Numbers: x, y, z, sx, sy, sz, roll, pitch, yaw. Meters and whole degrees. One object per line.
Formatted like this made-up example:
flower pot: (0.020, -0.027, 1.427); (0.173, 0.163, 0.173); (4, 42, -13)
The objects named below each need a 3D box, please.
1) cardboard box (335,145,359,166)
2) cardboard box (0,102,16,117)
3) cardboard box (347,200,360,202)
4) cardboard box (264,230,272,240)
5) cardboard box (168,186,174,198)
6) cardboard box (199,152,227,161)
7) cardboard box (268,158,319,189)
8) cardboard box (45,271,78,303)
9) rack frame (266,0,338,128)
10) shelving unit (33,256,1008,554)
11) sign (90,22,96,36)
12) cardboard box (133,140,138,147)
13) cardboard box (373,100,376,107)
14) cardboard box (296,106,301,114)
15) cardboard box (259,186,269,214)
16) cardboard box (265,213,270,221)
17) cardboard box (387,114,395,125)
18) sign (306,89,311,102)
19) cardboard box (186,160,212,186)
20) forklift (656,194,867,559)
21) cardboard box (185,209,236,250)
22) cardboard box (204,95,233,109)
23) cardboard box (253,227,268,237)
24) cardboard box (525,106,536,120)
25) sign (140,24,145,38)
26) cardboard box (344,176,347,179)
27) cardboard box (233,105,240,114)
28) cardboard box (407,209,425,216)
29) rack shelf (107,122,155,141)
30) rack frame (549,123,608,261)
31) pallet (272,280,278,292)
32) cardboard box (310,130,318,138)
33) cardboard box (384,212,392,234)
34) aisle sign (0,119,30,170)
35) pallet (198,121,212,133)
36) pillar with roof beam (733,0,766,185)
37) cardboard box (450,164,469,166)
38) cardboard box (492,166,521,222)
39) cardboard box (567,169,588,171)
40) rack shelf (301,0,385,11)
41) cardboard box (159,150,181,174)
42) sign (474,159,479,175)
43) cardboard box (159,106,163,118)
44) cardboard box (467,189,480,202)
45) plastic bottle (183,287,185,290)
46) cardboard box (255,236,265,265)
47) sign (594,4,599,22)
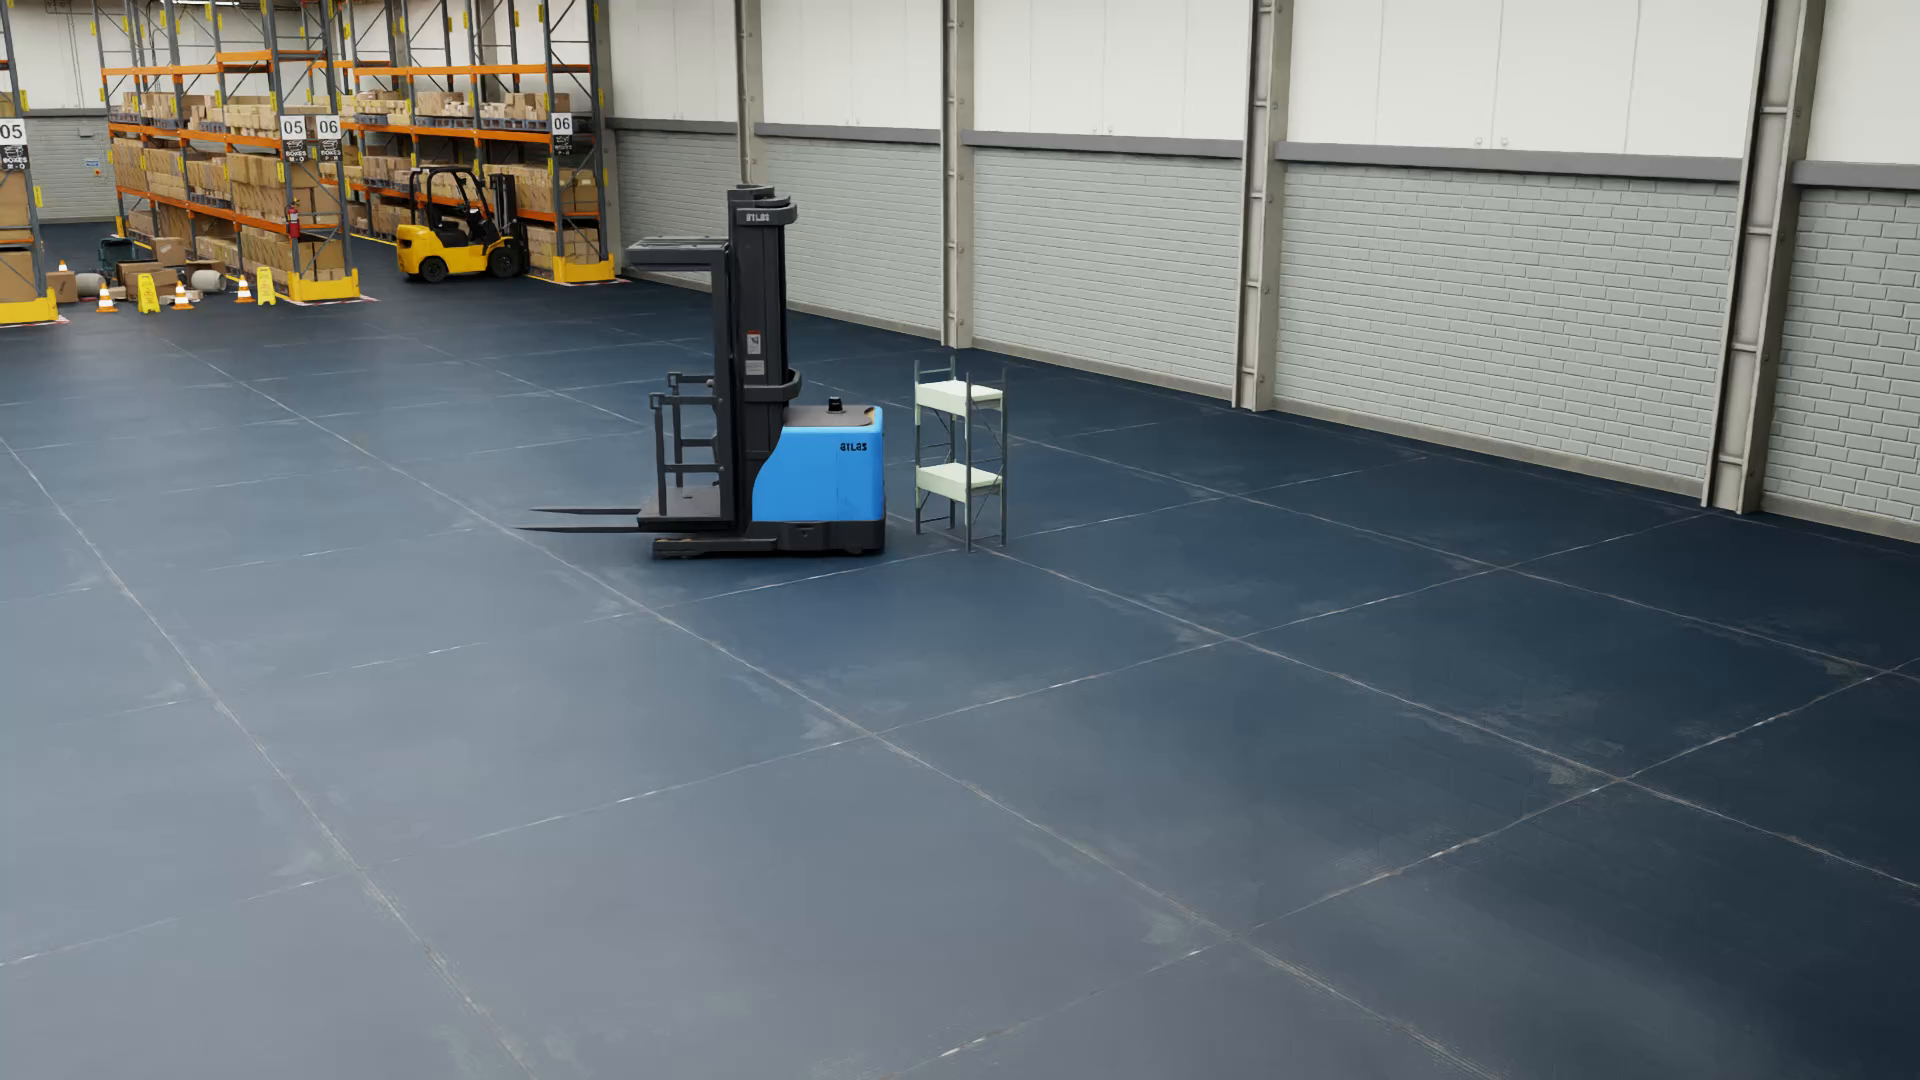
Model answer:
cardboard box: (-15.892, -9.967, 43.111); (0.500, 0.500, 0.500); (-10, 18, -33)
cardboard box: (-15.449, -6.927, 26.757); (0.500, 0.250, 0.500); (-11, 19, -35)
cardboard box: (-16.540, -8.846, 44.649); (0.797, 0.503, 0.637); (-12, 19, -37)
cardboard box: (-13.292, -8.109, 35.809); (6.076, 2.249, 9.594); (-12, 19, -36)
cardboard box: (-17.235, -7.726, 36.905); (0.500, 0.250, 0.500); (-11, 19, -35)
cardboard box: (-16.224, -8.187, 36.225); (0.500, 0.500, 0.500); (-12, 19, -36)
cardboard box: (-11.905, -6.555, 29.695); (0.700, 0.500, 0.500); (-11, 19, -36)
cardboard box: (-15.982, -4.493, 29.540); (0.500, 0.500, 0.500); (-7, 17, -25)
rack frame: (-11.428, -8.699, 28.813); (1.000, 3.000, 0.127); (-11, 19, -35)
shelving unit: (-8.629, -3.863, 25.351); (6.000, 1.500, 30.159); (-11, 19, -35)
sign: (-21.288, -12.558, 40.842); (0.100, 0.325, 0.005); (-11, 19, -35)
cardboard box: (-19.468, -9.455, 39.626); (0.380, 0.149, 0.250); (-11, 19, -35)
cardboard box: (-13.837, -10.463, 39.866); (0.390, 0.149, 0.265); (-12, 19, -36)
cardboard box: (-11.633, -7.675, 29.718); (0.380, 0.149, 0.250); (-11, 19, -35)
cardboard box: (-12.552, -6.285, 30.606); (0.500, 0.500, 0.500); (-11, 19, -35)
cardboard box: (-12.630, -5.993, 30.767); (0.380, 0.149, 0.250); (-11, 19, -35)
cardboard box: (-13.208, -9.945, 39.333); (0.500, 0.250, 0.500); (-11, 19, -35)
sign: (-17.262, -11.777, 44.087); (0.100, 0.325, 0.005); (-11, 19, -35)
cardboard box: (-16.055, -7.776, 35.256); (0.500, 0.500, 0.500); (-12, 19, -36)
forklift: (-13.081, -8.370, 27.589); (23.833, 9.011, 32.329); (0, 15, -2)
cardboard box: (-16.471, -6.852, 36.658); (0.875, 0.875, 0.875); (-11, 19, -35)
cardboard box: (-14.842, -8.796, 33.392); (0.500, 0.250, 0.500); (-10, 18, -34)
cardboard box: (-13.162, -5.840, 31.496); (0.380, 0.149, 0.250); (-10, 18, -31)
cardboard box: (-8.297, -8.393, 32.648); (0.396, 0.266, 0.258); (-11, 19, -34)
sign: (-20.388, -12.686, 41.459); (0.100, 0.325, 0.005); (-11, 19, -35)
cardboard box: (-15.756, -9.379, 43.138); (0.380, 0.149, 0.250); (-11, 19, -35)
cardboard box: (-13.401, -8.083, 31.209); (0.380, 0.149, 0.250); (-11, 19, -35)
cardboard box: (-12.919, -7.777, 39.521); (0.380, 0.149, 0.250); (-12, 19, -36)
rack shelf: (-19.660, -9.895, 40.227); (1.077, 0.370, 4.000); (-11, 19, -35)
rack frame: (-7.415, -6.577, 32.423); (1.000, 3.000, 0.127); (-11, 19, -35)
pallet: (-12.635, -4.916, 31.638); (1.003, 0.211, 1.213); (-11, 19, -35)
cardboard box: (-11.360, -7.252, 29.685); (0.380, 0.149, 0.250); (-11, 19, -34)
cardboard box: (-13.758, -7.778, 40.753); (0.500, 0.500, 0.500); (-12, 19, -36)
aisle sign: (-15.088, -6.301, 26.491); (0.394, 0.787, 0.004); (-11, 19, -35)
pallet: (-14.669, -8.385, 33.704); (1.213, 0.211, 1.003); (-11, 19, -35)
pillar with roof beam: (-7.050, -7.809, 25.563); (9.100, 9.000, 0.400); (-11, 19, -35)
cardboard box: (-11.520, -8.569, 38.286); (0.380, 0.149, 0.250); (-10, 18, -33)
cardboard box: (-9.444, -7.075, 34.609); (0.500, 1.388, 0.500); (-11, 19, -34)
cardboard box: (-7.546, -7.253, 32.911); (0.380, 0.149, 0.250); (-10, 18, -33)
rack shelf: (-15.647, -13.716, 42.210); (1.077, 0.370, 4.000); (-11, 19, -35)
cardboard box: (-17.534, -8.439, 37.142); (0.500, 0.500, 0.500); (-11, 19, -35)
sign: (-10.200, -7.865, 35.086); (0.100, 0.325, 0.005); (-11, 19, -35)
cardboard box: (-17.225, -9.338, 36.289); (0.396, 0.266, 0.258); (-11, 19, -36)
cardboard box: (-10.275, -7.426, 35.808); (0.500, 0.250, 0.500); (-10, 18, -33)
plastic bottle: (-14.538, -4.676, 31.043); (0.133, 0.061, 0.283); (-7, 17, -25)
cardboard box: (-13.024, -5.506, 31.505); (0.500, 0.500, 0.500); (-10, 18, -32)
sign: (-6.963, -10.082, 31.797); (0.100, 0.325, 0.005); (-11, 19, -35)
